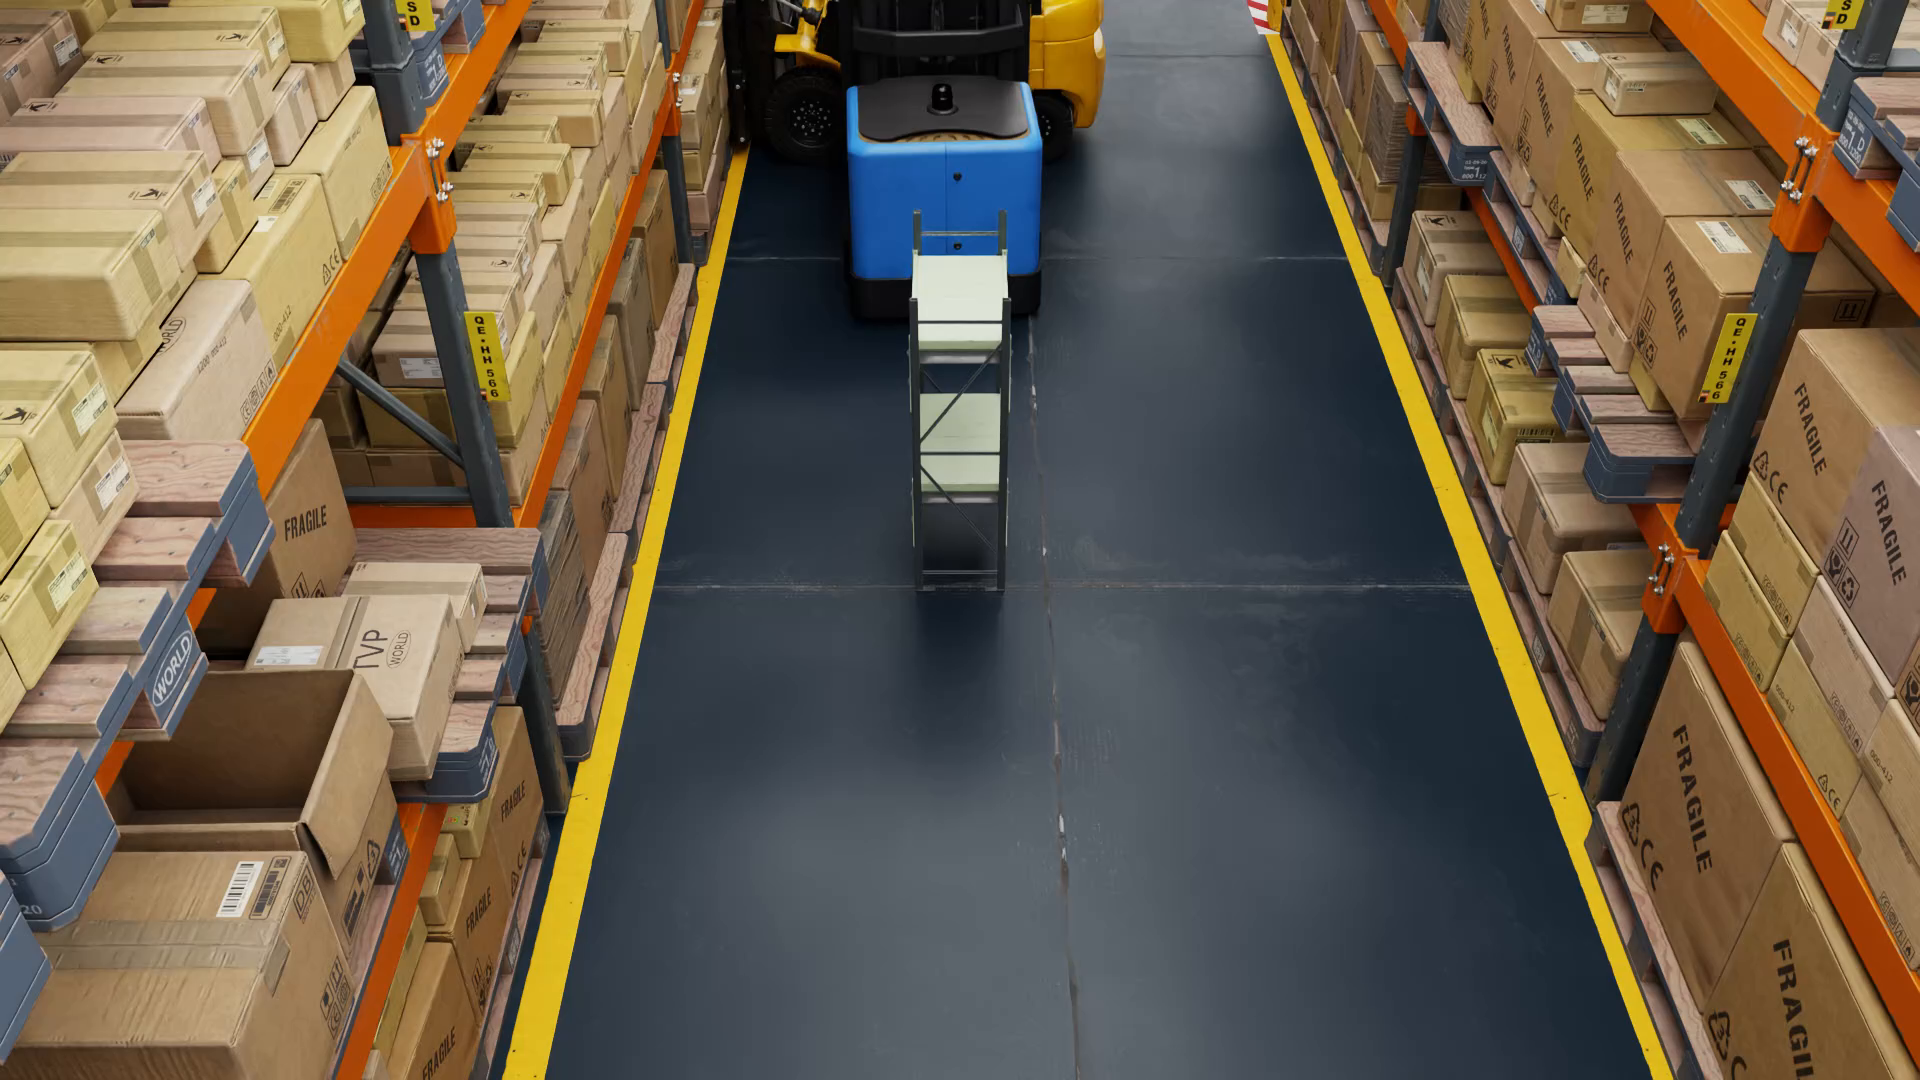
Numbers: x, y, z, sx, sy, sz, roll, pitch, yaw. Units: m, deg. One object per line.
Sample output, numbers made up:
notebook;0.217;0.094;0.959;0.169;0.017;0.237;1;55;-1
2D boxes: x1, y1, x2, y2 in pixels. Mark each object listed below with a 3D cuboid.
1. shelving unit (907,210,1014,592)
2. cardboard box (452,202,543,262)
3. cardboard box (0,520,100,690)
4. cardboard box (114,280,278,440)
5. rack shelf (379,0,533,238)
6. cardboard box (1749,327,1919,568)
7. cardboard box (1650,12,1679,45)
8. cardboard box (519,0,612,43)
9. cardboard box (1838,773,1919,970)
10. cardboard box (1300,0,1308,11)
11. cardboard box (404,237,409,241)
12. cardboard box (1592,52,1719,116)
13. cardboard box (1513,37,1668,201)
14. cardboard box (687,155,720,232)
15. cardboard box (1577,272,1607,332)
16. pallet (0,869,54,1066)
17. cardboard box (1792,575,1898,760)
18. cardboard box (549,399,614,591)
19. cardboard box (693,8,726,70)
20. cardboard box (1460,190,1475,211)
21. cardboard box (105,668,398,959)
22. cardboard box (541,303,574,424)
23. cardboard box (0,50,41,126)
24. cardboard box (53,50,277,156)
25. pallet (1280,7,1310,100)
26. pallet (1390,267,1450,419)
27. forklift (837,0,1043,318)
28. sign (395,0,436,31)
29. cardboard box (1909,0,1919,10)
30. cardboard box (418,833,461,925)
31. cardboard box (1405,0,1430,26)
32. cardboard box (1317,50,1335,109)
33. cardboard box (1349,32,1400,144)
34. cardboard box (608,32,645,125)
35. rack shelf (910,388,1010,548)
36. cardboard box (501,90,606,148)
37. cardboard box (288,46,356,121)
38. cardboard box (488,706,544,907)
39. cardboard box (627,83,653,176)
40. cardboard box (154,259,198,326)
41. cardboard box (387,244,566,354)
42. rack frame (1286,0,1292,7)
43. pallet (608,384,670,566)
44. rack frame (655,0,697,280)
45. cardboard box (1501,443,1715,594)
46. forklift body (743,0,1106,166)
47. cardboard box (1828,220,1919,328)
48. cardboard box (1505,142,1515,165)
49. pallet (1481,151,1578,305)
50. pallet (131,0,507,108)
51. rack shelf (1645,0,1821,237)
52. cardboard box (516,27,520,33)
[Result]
shelving unit;0.000;-0.589;7.286;0.431;1.500;0.755;0;39;0
cardboard box;-1.768;-1.127;6.159;0.380;0.149;0.250;0;39;0
cardboard box;-1.614;0.097;2.617;0.380;0.149;0.250;1;39;1
cardboard box;-1.776;-0.308;3.457;0.500;0.250;0.500;0;39;0
rack shelf;-2.024;-2.285;6.379;1.077;0.370;4.000;0;39;0
cardboard box;2.698;-0.271;4.810;0.500;0.500;0.500;-1;39;-2
cardboard box;3.164;-2.049;7.255;0.500;0.500;0.500;1;39;1
cardboard box;-1.837;-2.410;7.760;0.380;0.149;0.250;0;39;0
cardboard box;2.704;0.864;4.393;0.500;0.250;0.500;1;39;1
cardboard box;2.658;-4.017;11.627;0.500;0.500;0.500;-1;39;-2
cardboard box;-2.300;-1.194;6.562;0.500;0.250;0.500;0;39;0
cardboard box;2.658;-1.745;6.357;0.380;0.149;0.250;-2;39;-2
cardboard box;2.651;-1.733;6.861;0.500;0.500;0.500;-2;39;-2
cardboard box;-1.695;-2.039;9.759;0.500;0.250;0.500;0;39;0
cardboard box;2.597;-0.903;6.344;0.380;0.149;0.250;-2;39;-2
pallet;-1.947;0.852;2.040;1.213;0.211;1.003;0;39;0
cardboard box;2.695;0.354;4.630;0.500;0.250;0.500;1;39;1
cardboard box;-2.017;-0.180;7.139;0.875;0.625;0.625;1;39;1
cardboard box;-1.715;-3.060;10.234;0.500;0.250;0.500;1;39;1
cardboard box;3.207;-2.112;9.849;0.500;0.250;0.500;-2;39;-2
cardboard box;-1.835;0.672;4.094;0.797;0.503;0.637;-1;39;-1
cardboard box;-1.773;-0.678;6.317;0.500;0.250;0.500;-1;39;-1
cardboard box;-2.325;-0.985;3.745;0.380;0.149;0.250;0;39;0
cardboard box;-1.779;-0.982;3.742;0.380;0.149;0.250;-1;39;-2
pallet;2.899;-3.509;11.960;1.003;0.211;1.213;0;39;0
pallet;2.940;-1.077;8.925;1.003;0.211;1.213;0;39;0
forklift;-0.161;-3.271;9.488;1.130;2.935;3.031;-2;39;-3
sign;-1.479;-1.516;4.430;0.100;0.325;0.005;0;39;0
cardboard box;3.112;-1.625;5.088;0.396;0.266;0.258;0;39;0
cardboard box;-1.780;1.058;5.175;0.380;0.149;0.250;-1;39;-2
cardboard box;2.689;-3.084;8.882;0.500;0.500;0.500;-1;39;-1
cardboard box;2.664;-3.079;11.056;0.500;0.250;0.500;2;39;3
cardboard box;2.666;-2.723;10.012;0.500;0.500;0.500;1;39;1
cardboard box;-1.762;-2.154;7.759;0.500;0.250;0.500;-1;39;-1
rack shelf;0.000;-0.335;7.490;0.431;0.370;0.720;0;39;0
cardboard box;-1.695;-1.760;6.948;0.380;0.149;0.250;-1;39;-1
cardboard box;-1.780;-1.190;4.239;0.380;0.149;0.250;1;39;1
cardboard box;-1.806;0.932;5.852;0.500;0.500;0.500;1;39;1
cardboard box;-1.758;-1.958;7.914;0.500;0.250;0.500;0;39;0
cardboard box;-1.830;-0.552;3.443;0.380;0.149;0.250;0;39;0
cardboard box;-1.777;-0.872;6.159;0.500;0.250;0.500;1;39;1
rack frame;2.933;-5.153;11.781;1.000;3.000;0.127;0;39;0
pallet;-1.982;-0.332;7.995;1.003;0.211;1.213;0;39;0
rack frame;-2.026;-2.646;8.653;1.000;3.000;0.127;0;39;0
cardboard box;2.943;-0.103;7.246;0.950;0.372;0.625;-1;39;-1
forklift body;-0.204;-3.631;10.561;2.313;2.155;1.214;0;39;0
cardboard box;3.173;-0.751;5.634;0.500;0.500;0.500;-1;39;-1
cardboard box;2.648;-1.723;7.366;0.380;0.149;0.250;0;39;0
pallet;2.899;-1.313;7.143;1.003;0.211;1.213;0;39;0
pallet;-2.112;-1.665;5.182;1.213;0.211;1.003;2;39;2
rack shelf;2.940;-2.291;6.386;1.077;0.370;4.000;0;39;0
cardboard box;-2.282;-2.465;8.147;0.500;0.250;0.500;-1;39;-1
